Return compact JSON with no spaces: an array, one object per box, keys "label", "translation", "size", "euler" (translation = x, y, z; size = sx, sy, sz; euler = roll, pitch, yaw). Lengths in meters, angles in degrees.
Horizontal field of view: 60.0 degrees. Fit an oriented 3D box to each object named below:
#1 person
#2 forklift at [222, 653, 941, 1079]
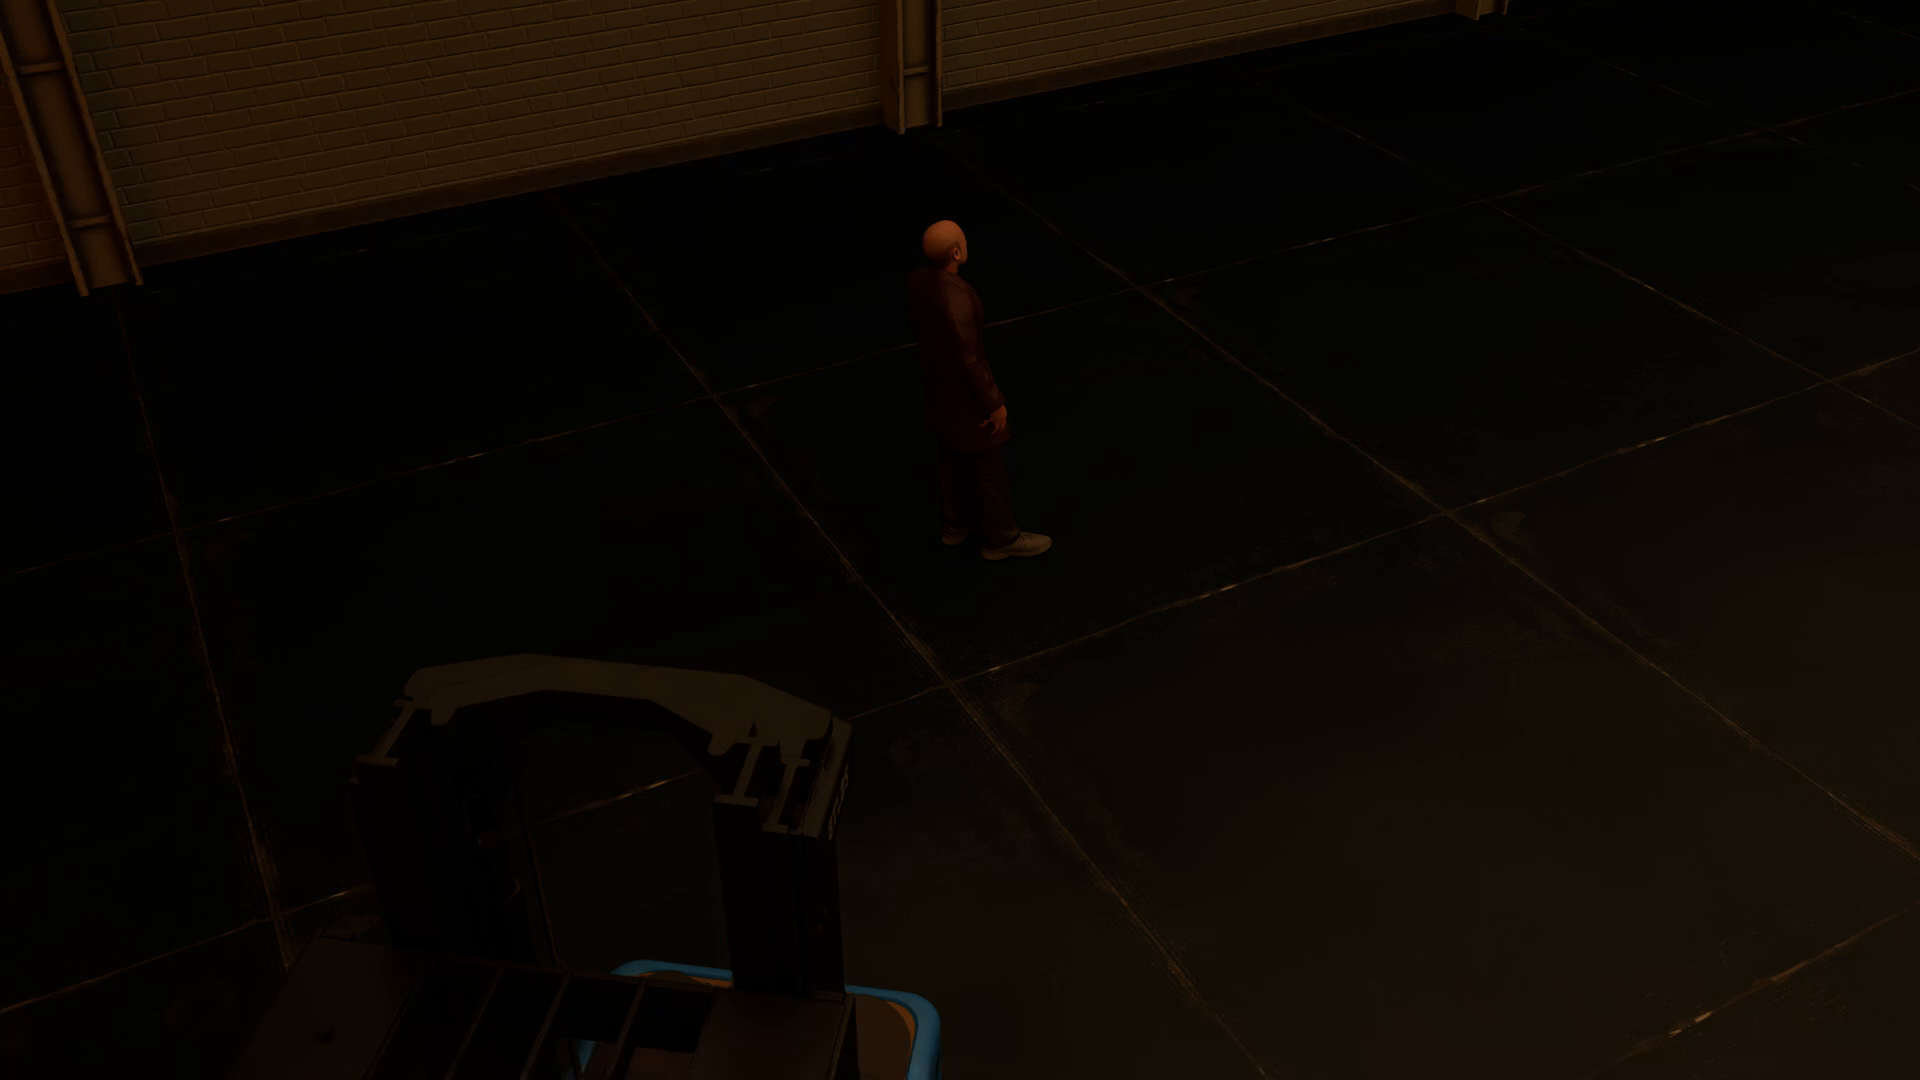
[{"label":"person","translation":[0.082,-0.754,8.176],"size":[0.582,1.775,0.696],"euler":[-17,39,-23]},{"label":"forklift","translation":[-0.780,1.822,3.546],"size":[1.130,2.935,3.031],"euler":[5,36,7]}]
